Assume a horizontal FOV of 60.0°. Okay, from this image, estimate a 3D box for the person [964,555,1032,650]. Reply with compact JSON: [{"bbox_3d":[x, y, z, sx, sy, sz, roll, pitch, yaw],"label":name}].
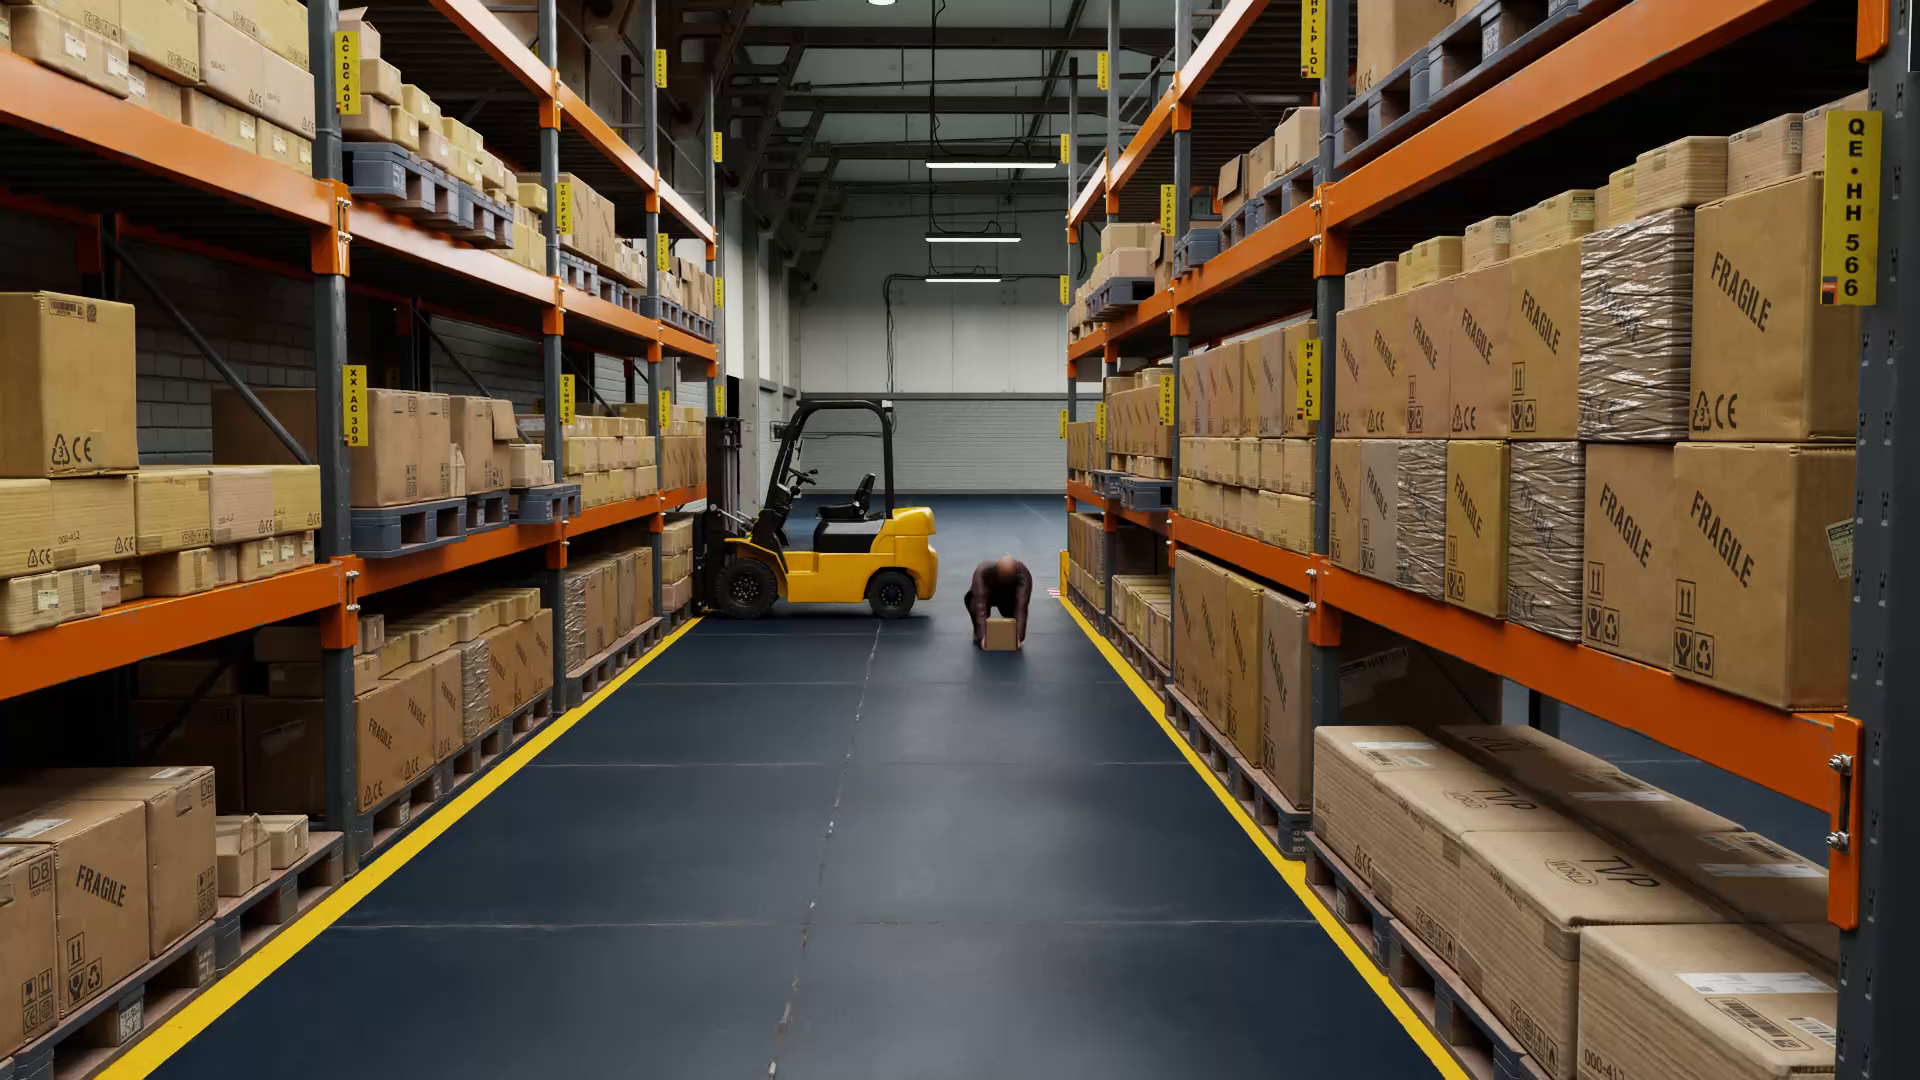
[{"bbox_3d":[0.329,0.557,14.450,0.582,0.857,0.919,0,4,-3],"label":"person"}]
